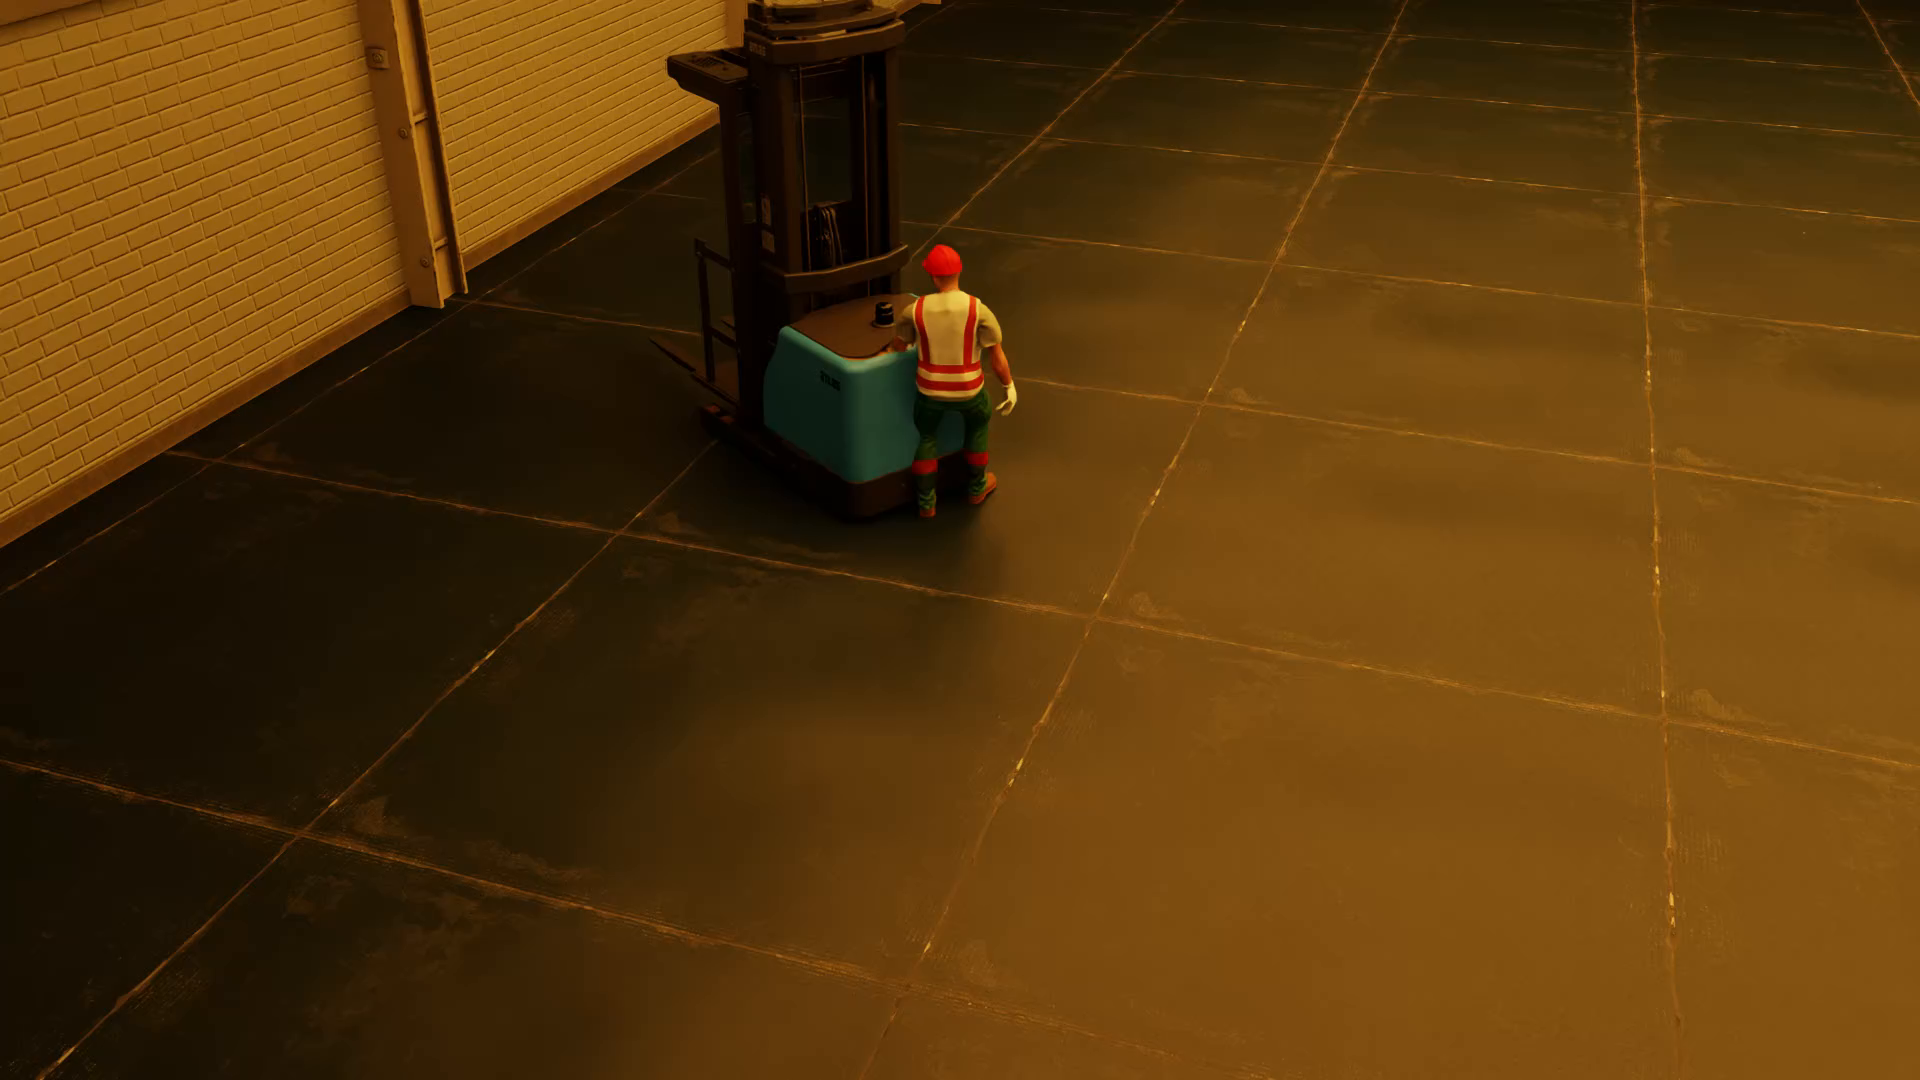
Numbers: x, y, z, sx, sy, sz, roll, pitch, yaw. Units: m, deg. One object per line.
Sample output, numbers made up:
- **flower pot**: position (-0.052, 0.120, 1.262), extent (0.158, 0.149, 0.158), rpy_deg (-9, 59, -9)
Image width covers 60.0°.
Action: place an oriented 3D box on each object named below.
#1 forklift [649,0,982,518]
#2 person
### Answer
- **forklift**: position (-1.130, -2.082, 10.789), extent (1.130, 2.935, 3.031), rpy_deg (-20, 35, -31)
- **person**: position (-0.024, -0.981, 10.083), extent (0.741, 1.735, 0.559), rpy_deg (1, 30, 2)
